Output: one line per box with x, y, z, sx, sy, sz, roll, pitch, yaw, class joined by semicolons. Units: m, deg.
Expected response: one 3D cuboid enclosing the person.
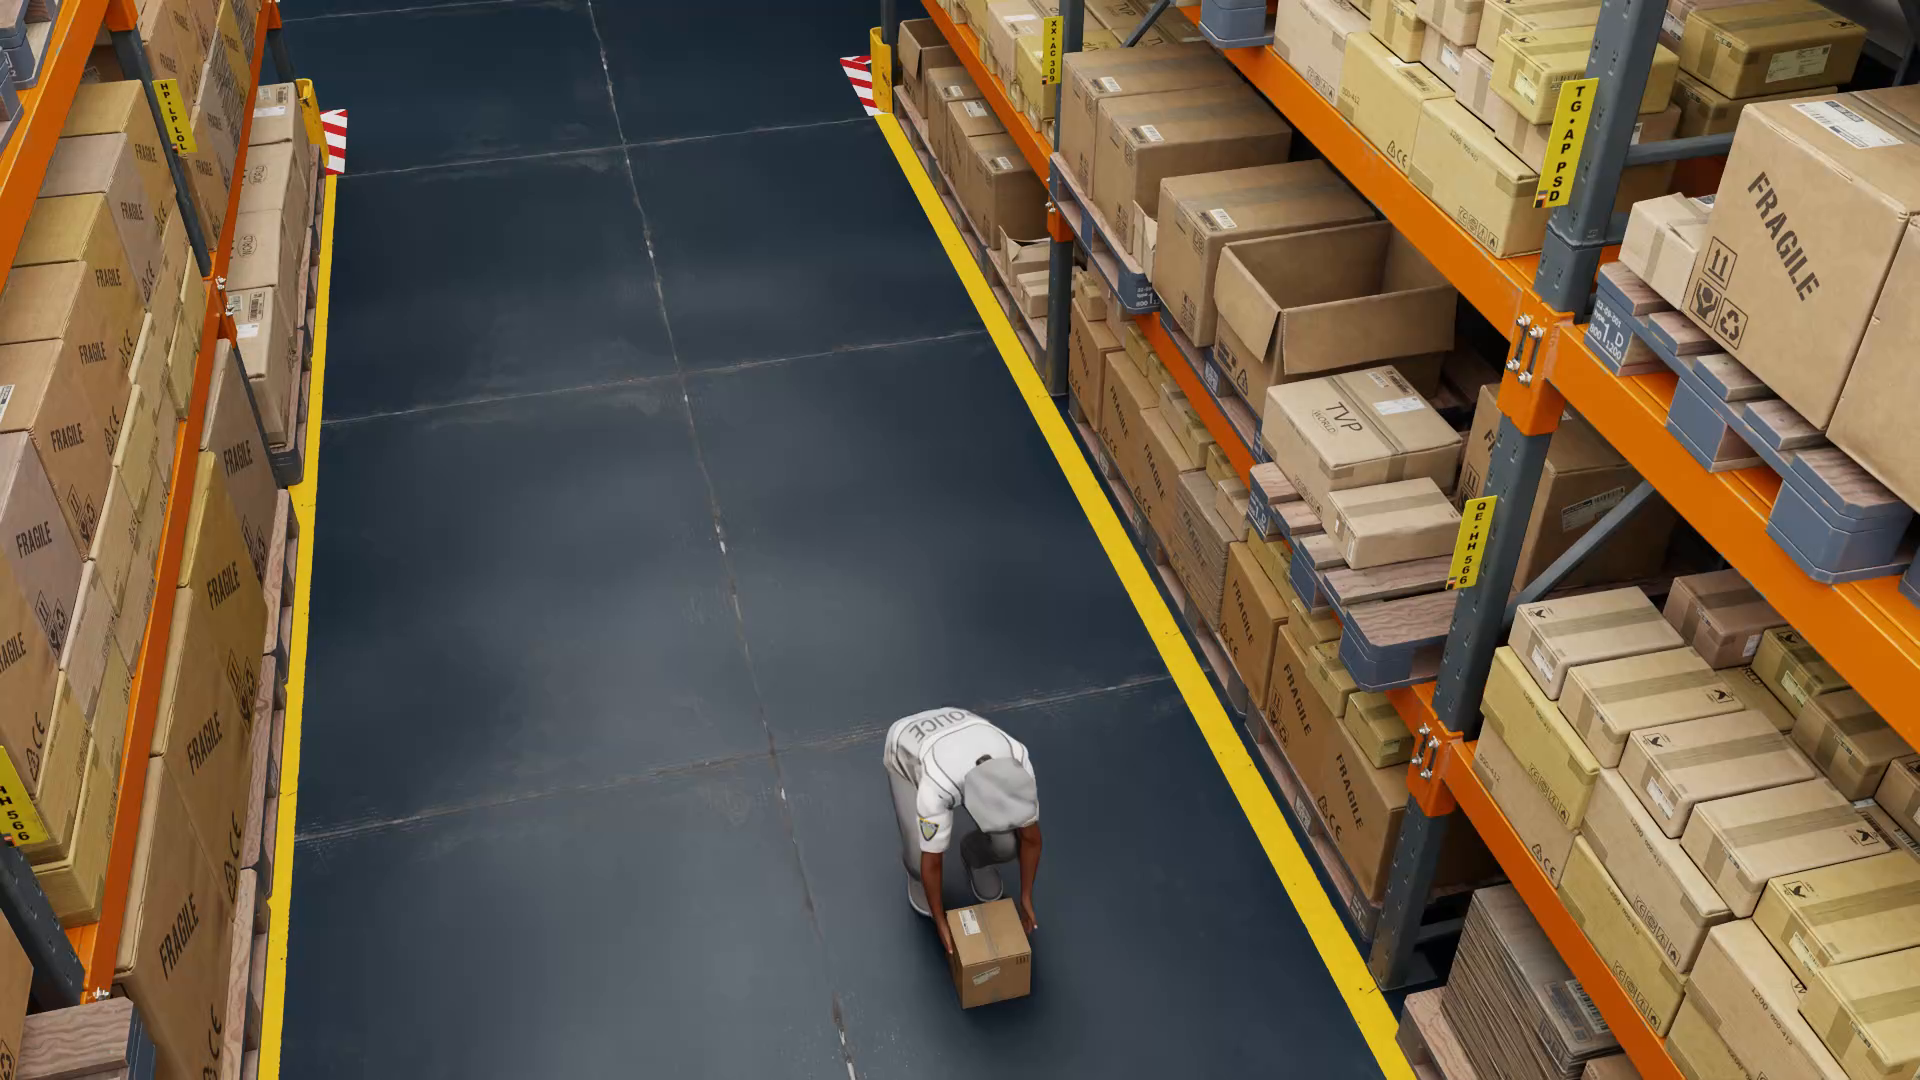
0.015;0.984;6.039;0.478;0.967;0.857;-10;39;-12;person
